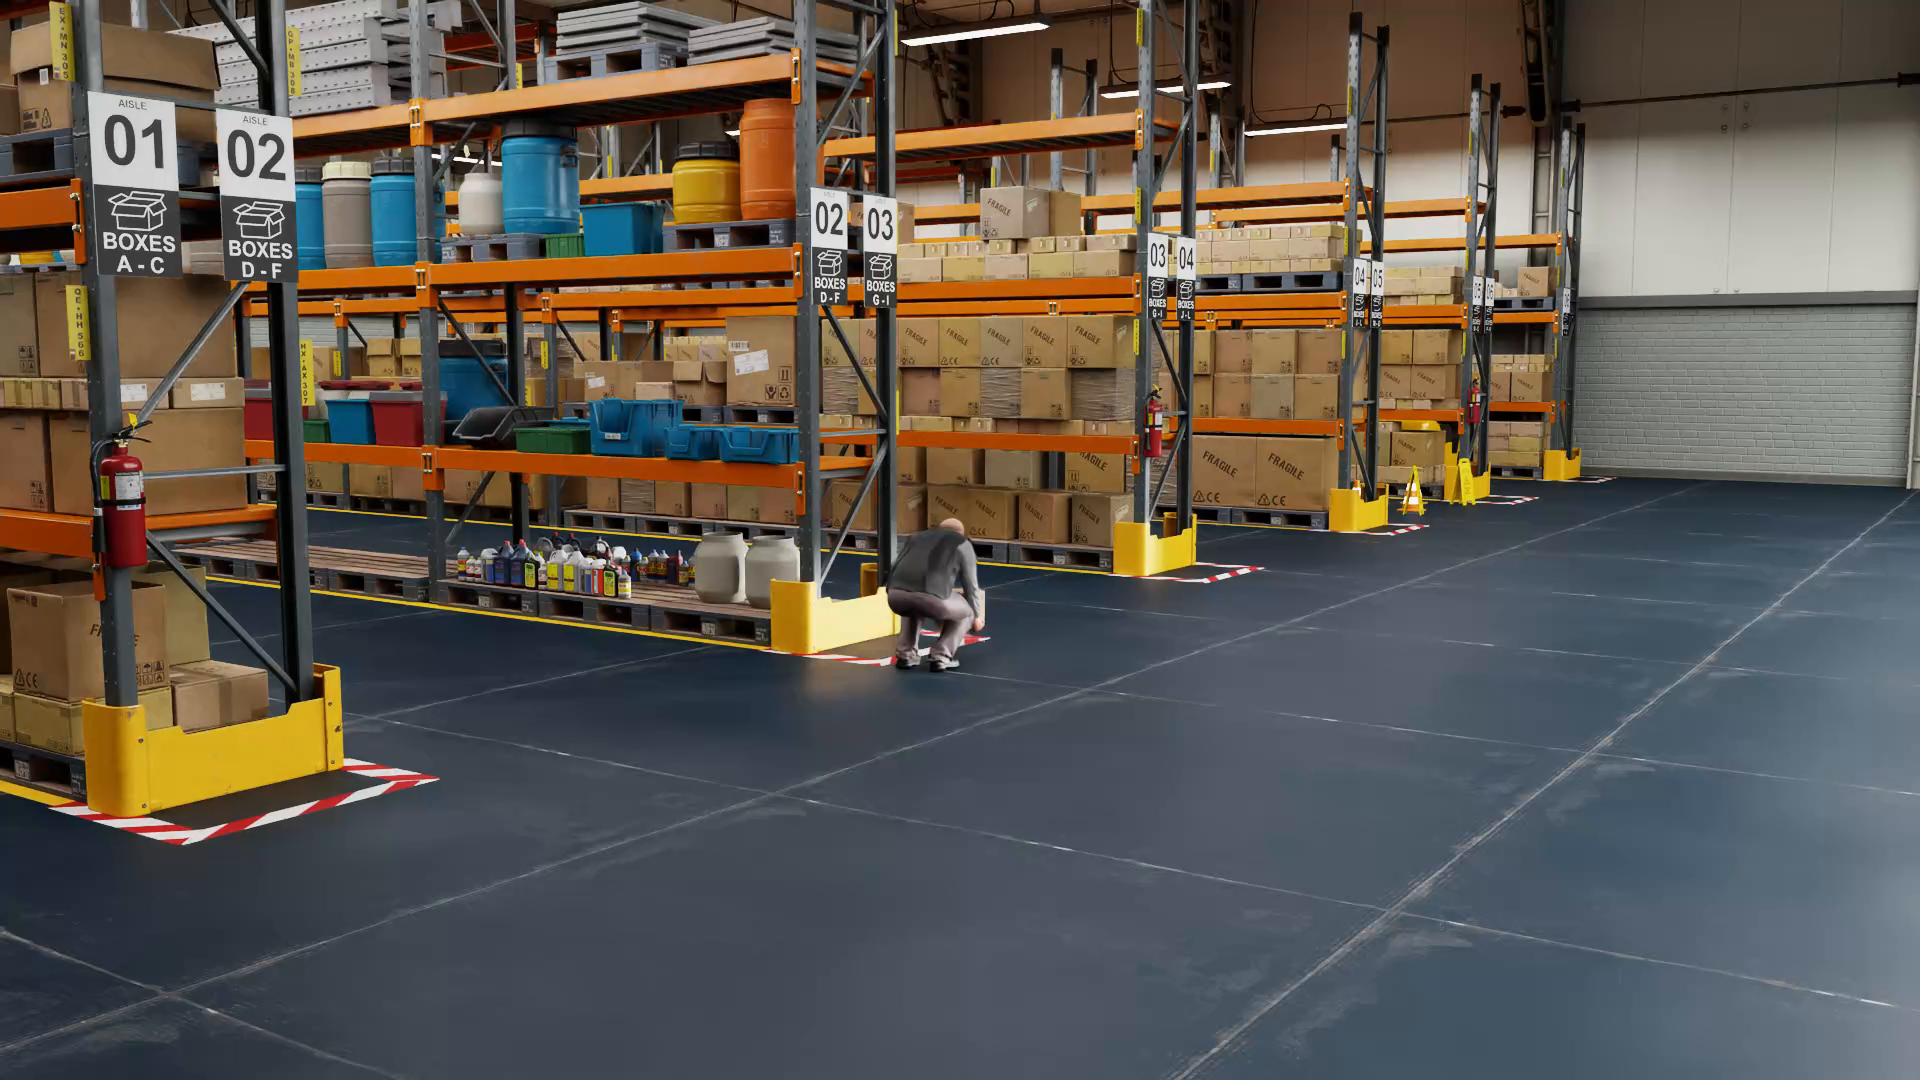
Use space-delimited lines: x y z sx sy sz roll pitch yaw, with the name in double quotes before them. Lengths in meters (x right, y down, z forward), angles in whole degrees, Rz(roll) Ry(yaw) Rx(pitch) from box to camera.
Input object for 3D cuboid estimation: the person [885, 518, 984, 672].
"person" -0.163 0.362 11.131 0.506 0.959 0.916 3 7 25
